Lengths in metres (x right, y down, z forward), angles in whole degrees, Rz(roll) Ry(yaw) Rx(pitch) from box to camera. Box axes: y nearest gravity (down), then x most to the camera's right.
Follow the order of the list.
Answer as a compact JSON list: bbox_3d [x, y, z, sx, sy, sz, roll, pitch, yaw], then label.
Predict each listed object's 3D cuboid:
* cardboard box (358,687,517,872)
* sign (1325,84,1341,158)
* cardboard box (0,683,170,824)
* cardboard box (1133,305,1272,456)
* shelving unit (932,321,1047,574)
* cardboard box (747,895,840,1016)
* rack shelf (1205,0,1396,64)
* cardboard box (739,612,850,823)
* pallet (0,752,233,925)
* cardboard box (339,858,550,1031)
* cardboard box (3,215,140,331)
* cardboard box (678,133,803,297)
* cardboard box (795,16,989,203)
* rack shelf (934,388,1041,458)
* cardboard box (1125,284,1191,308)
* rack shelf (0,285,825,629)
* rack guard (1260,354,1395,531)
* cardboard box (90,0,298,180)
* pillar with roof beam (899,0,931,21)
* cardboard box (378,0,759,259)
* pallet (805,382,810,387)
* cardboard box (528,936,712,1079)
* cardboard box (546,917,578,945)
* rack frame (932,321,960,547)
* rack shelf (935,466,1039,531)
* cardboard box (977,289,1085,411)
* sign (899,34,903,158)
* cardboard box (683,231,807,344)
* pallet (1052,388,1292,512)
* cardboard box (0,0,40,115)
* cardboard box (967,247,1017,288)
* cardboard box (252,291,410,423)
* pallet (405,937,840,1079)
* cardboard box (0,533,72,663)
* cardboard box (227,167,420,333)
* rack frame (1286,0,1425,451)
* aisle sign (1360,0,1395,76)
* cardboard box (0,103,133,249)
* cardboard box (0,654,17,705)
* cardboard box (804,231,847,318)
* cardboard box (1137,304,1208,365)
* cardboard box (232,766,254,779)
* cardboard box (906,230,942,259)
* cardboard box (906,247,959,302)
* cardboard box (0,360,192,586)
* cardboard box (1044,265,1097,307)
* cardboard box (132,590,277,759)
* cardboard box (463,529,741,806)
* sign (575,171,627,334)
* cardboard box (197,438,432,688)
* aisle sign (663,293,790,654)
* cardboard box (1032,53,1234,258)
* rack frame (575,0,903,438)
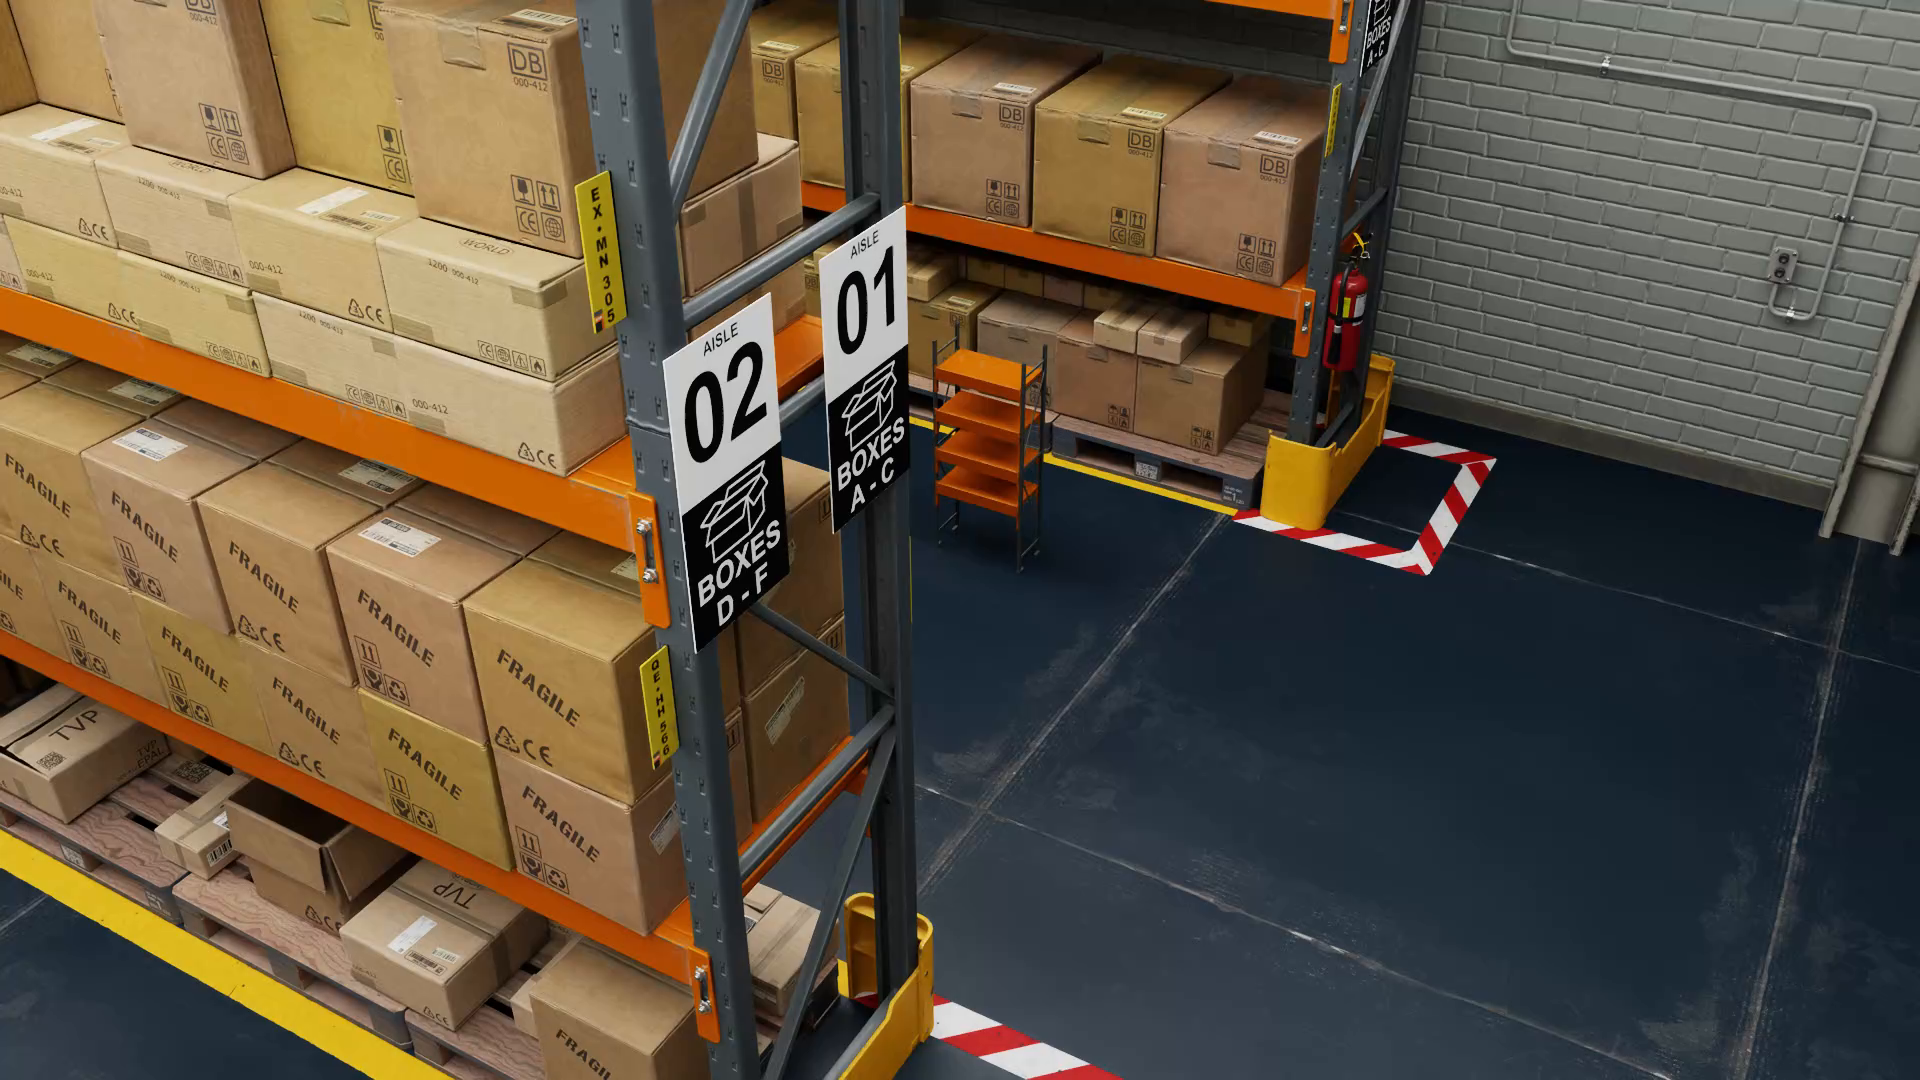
[{"bbox_3d":[-1.421,0.592,5.065,0.500,0.500,0.500,18,38,25],"label":"cardboard box"},{"bbox_3d":[1.729,-1.942,7.701,0.005,0.325,0.100,18,37,24],"label":"sign"},{"bbox_3d":[-3.661,0.822,6.838,0.500,0.311,0.500,18,37,24],"label":"cardboard box"},{"bbox_3d":[1.352,-0.897,9.267,0.500,0.500,0.700,18,37,24],"label":"cardboard box"},{"bbox_3d":[0.144,-0.454,8.349,0.503,1.200,0.258,18,37,24],"label":"shelving unit"},{"bbox_3d":[-0.638,1.489,5.982,0.250,0.149,0.380,18,37,24],"label":"cardboard box"},{"bbox_3d":[0.273,-3.118,8.668,4.000,0.370,1.077,18,37,24],"label":"rack shelf"},{"bbox_3d":[-0.699,0.476,5.239,0.500,0.500,0.500,18,38,25],"label":"cardboard box"},{"bbox_3d":[-3.322,1.016,7.033,1.213,0.211,1.003,18,37,24],"label":"pallet"},{"bbox_3d":[-1.849,1.421,5.994,0.500,0.250,0.500,18,37,24],"label":"cardboard box"},{"bbox_3d":[-2.317,-0.853,4.754,0.500,0.250,0.500,18,37,24],"label":"cardboard box"},{"bbox_3d":[-0.762,-0.894,4.365,0.500,0.250,0.500,18,37,24],"label":"cardboard box"},{"bbox_3d":[-0.369,-2.483,9.502,0.700,0.700,0.980,17,37,23],"label":"cardboard box"},{"bbox_3d":[0.144,-0.584,8.262,0.480,0.148,0.258,18,37,24],"label":"rack shelf"},{"bbox_3d":[1.120,-1.368,9.389,0.250,0.149,0.380,18,38,25],"label":"cardboard box"},{"bbox_3d":[-2.181,-0.733,5.087,4.000,0.370,1.077,18,37,24],"label":"rack shelf"},{"bbox_3d":[2.031,-0.571,9.157,0.348,0.500,1.175,18,37,24],"label":"rack guard"},{"bbox_3d":[-1.778,-1.338,4.354,0.500,0.500,0.700,18,37,24],"label":"cardboard box"},{"bbox_3d":[-2.562,-3.368,5.688,0.400,9.000,9.100,18,37,24],"label":"pillar with roof beam"},{"bbox_3d":[-0.899,-1.073,3.957,0.500,0.500,0.700,18,37,24],"label":"cardboard box"},{"bbox_3d":[-0.842,-1.311,10.528,1.213,0.211,1.003,18,37,24],"label":"pallet"},{"bbox_3d":[-1.039,1.593,5.510,0.500,0.500,0.500,18,37,24],"label":"cardboard box"},{"bbox_3d":[-1.210,1.304,6.169,0.500,0.250,0.500,18,37,24],"label":"cardboard box"},{"bbox_3d":[-0.068,-0.521,8.450,0.015,1.200,0.240,18,37,24],"label":"rack frame"},{"bbox_3d":[0.144,-0.233,8.496,0.480,0.148,0.258,18,37,24],"label":"rack shelf"},{"bbox_3d":[0.481,-1.173,9.681,0.500,0.500,0.700,16,37,23],"label":"cardboard box"},{"bbox_3d":[-0.176,-1.107,4.211,0.005,0.325,0.100,18,37,24],"label":"sign"},{"bbox_3d":[-0.765,-0.683,4.499,0.500,0.250,0.500,18,37,24],"label":"cardboard box"},{"bbox_3d":[1.277,-0.640,9.521,1.213,0.211,1.003,18,37,24],"label":"pallet"},{"bbox_3d":[-2.676,-1.584,4.724,0.500,0.500,0.700,18,37,24],"label":"cardboard box"},{"bbox_3d":[0.239,-1.647,9.808,0.250,0.149,0.380,17,37,24],"label":"cardboard box"},{"bbox_3d":[-1.450,-0.577,4.339,0.500,0.250,0.500,18,37,24],"label":"cardboard box"},{"bbox_3d":[-1.203,1.687,6.026,1.213,0.211,1.003,18,37,24],"label":"pallet"},{"bbox_3d":[-3.164,0.035,5.901,0.500,0.500,0.500,18,38,25],"label":"cardboard box"},{"bbox_3d":[-1.452,-0.784,4.199,0.500,0.250,0.500,18,37,24],"label":"cardboard box"},{"bbox_3d":[2.010,-1.618,8.474,0.127,3.000,1.000,18,37,24],"label":"rack frame"},{"bbox_3d":[1.923,-2.536,7.507,0.004,0.787,0.394,18,37,24],"label":"aisle sign"},{"bbox_3d":[-2.321,-1.057,4.610,0.500,0.250,0.500,18,37,24],"label":"cardboard box"},{"bbox_3d":[-4.488,0.526,7.112,0.500,0.500,0.500,17,37,24],"label":"cardboard box"},{"bbox_3d":[-0.865,-1.598,10.320,0.500,0.500,0.700,18,38,25],"label":"cardboard box"},{"bbox_3d":[1.151,-1.115,9.009,0.250,0.149,0.380,17,37,24],"label":"cardboard box"},{"bbox_3d":[-2.631,0.829,6.828,0.500,0.311,0.500,18,37,24],"label":"cardboard box"},{"bbox_3d":[-0.204,-1.787,10.019,0.250,0.149,0.380,16,37,23],"label":"cardboard box"},{"bbox_3d":[-0.205,-1.542,9.651,0.250,0.149,0.380,16,37,23],"label":"cardboard box"},{"bbox_3d":[-2.754,-0.243,5.417,0.500,0.500,0.500,16,37,23],"label":"cardboard box"},{"bbox_3d":[0.682,-1.507,9.597,0.250,0.149,0.380,18,38,25],"label":"cardboard box"},{"bbox_3d":[-2.289,0.313,5.483,0.500,0.500,0.500,17,37,24],"label":"cardboard box"},{"bbox_3d":[-0.968,0.319,4.573,0.500,0.500,0.500,17,37,24],"label":"cardboard box"},{"bbox_3d":[-0.738,-0.589,3.423,0.005,0.325,0.100,18,37,24],"label":"sign"},{"bbox_3d":[-1.859,0.040,4.992,0.500,0.500,0.500,19,38,26],"label":"cardboard box"},{"bbox_3d":[-0.538,-0.149,3.923,0.004,0.787,0.394,18,37,24],"label":"aisle sign"},{"bbox_3d":[0.925,-2.073,8.887,0.700,0.700,0.980,17,37,24],"label":"cardboard box"},{"bbox_3d":[-0.445,-1.731,3.230,0.127,3.000,1.000,18,37,24],"label":"rack frame"}]
